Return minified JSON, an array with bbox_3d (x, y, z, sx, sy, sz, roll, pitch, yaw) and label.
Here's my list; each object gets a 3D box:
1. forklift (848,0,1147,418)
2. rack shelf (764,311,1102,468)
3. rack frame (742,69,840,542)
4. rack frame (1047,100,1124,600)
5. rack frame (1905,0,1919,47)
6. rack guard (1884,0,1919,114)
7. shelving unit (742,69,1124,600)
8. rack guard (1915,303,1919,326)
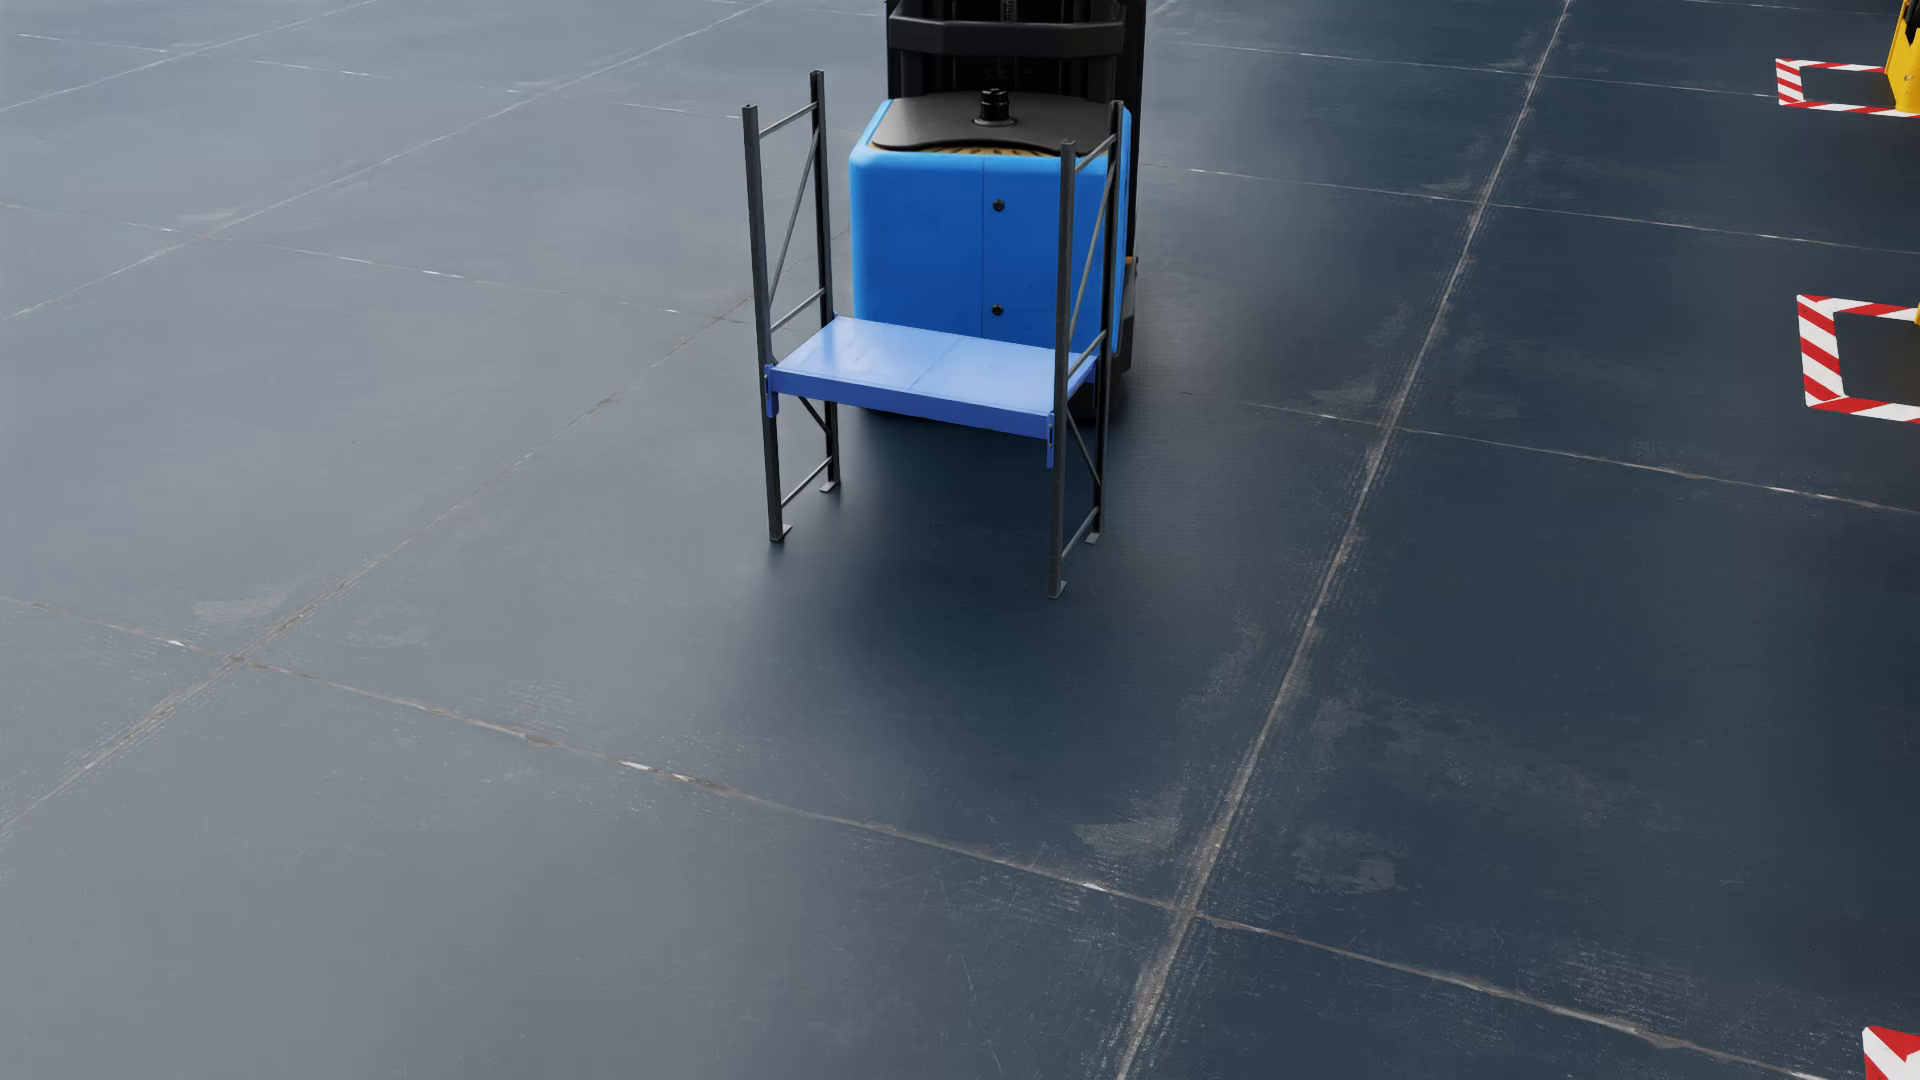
[{"bbox_3d":[0.264,-2.448,7.103,1.130,2.935,3.031,3,30,6],"label":"forklift"},{"bbox_3d":[-0.079,-0.512,5.497,1.000,0.185,0.538,11,31,19],"label":"rack shelf"},{"bbox_3d":[-0.550,-0.763,5.575,0.032,1.500,0.500,11,31,19],"label":"rack frame"},{"bbox_3d":[0.392,-0.575,5.242,0.032,1.500,0.500,11,31,19],"label":"rack frame"},{"bbox_3d":[6.258,-4.272,10.259,0.127,3.000,1.000,11,31,19],"label":"rack frame"},{"bbox_3d":[6.328,-3.169,10.849,0.348,0.500,1.175,11,31,19],"label":"rack guard"},{"bbox_3d":[-0.079,-0.669,5.409,1.048,1.500,0.538,11,31,19],"label":"shelving unit"},{"bbox_3d":[4.277,-0.945,6.914,0.348,0.500,1.175,11,31,19],"label":"rack guard"}]
